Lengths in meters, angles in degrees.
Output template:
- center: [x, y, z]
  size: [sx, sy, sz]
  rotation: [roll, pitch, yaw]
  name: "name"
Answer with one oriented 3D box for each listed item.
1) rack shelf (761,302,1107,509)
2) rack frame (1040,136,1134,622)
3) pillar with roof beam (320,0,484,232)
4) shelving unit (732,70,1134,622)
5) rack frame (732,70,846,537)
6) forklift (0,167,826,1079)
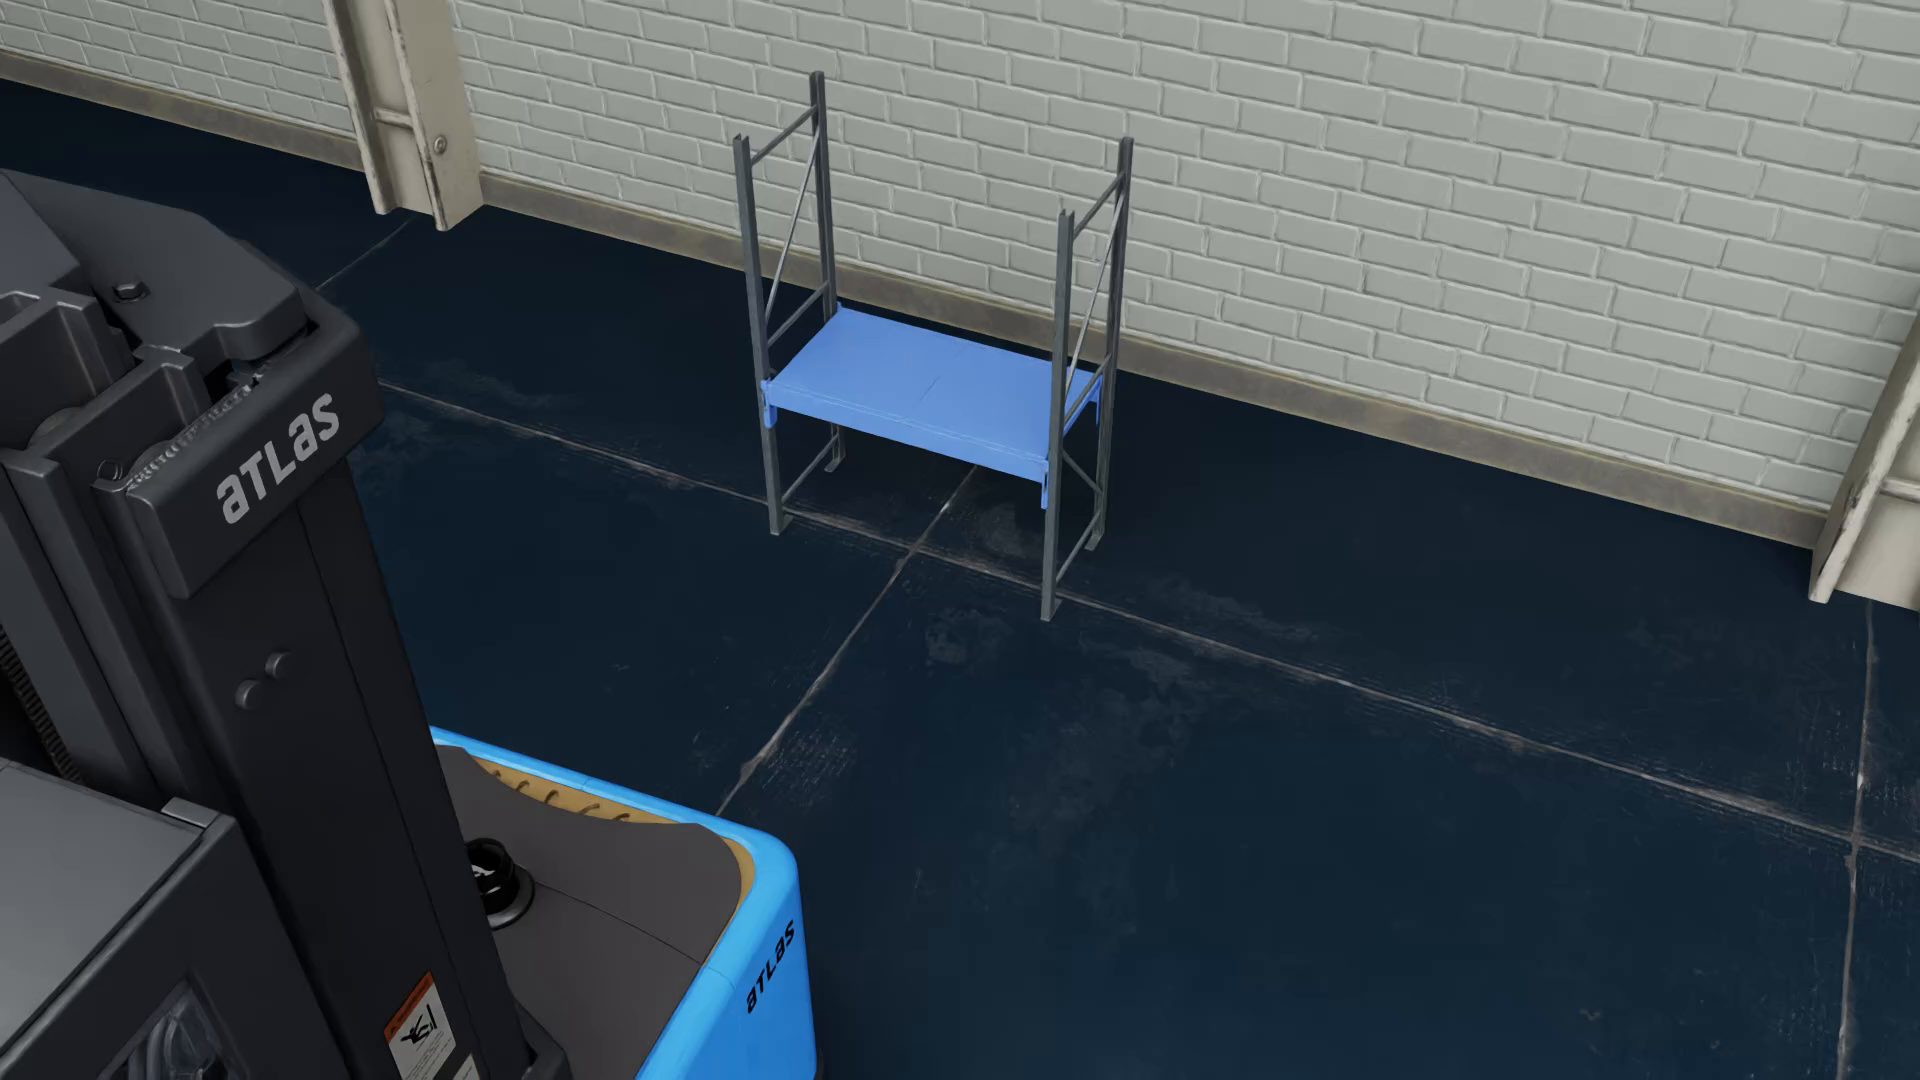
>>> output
- center: [-0.077, -0.454, 5.404]
  size: [1.000, 0.185, 0.538]
  rotation: [17, 44, 19]
  name: "rack shelf"
- center: [0.383, -0.450, 5.124]
  size: [0.032, 1.500, 0.500]
  rotation: [17, 44, 19]
  name: "rack frame"
- center: [-4.196, -2.347, 1.587]
  size: [0.400, 9.000, 9.100]
  rotation: [17, 44, 19]
  name: "pillar with roof beam"
- center: [-0.077, -0.590, 5.286]
  size: [1.048, 1.500, 0.538]
  rotation: [17, 44, 19]
  name: "shelving unit"
- center: [-0.538, -0.731, 5.448]
  size: [0.032, 1.500, 0.500]
  rotation: [17, 44, 19]
  name: "rack frame"
- center: [-1.327, 1.106, 2.236]
  size: [1.130, 2.935, 3.031]
  rotation: [14, 43, 16]
  name: "forklift"
